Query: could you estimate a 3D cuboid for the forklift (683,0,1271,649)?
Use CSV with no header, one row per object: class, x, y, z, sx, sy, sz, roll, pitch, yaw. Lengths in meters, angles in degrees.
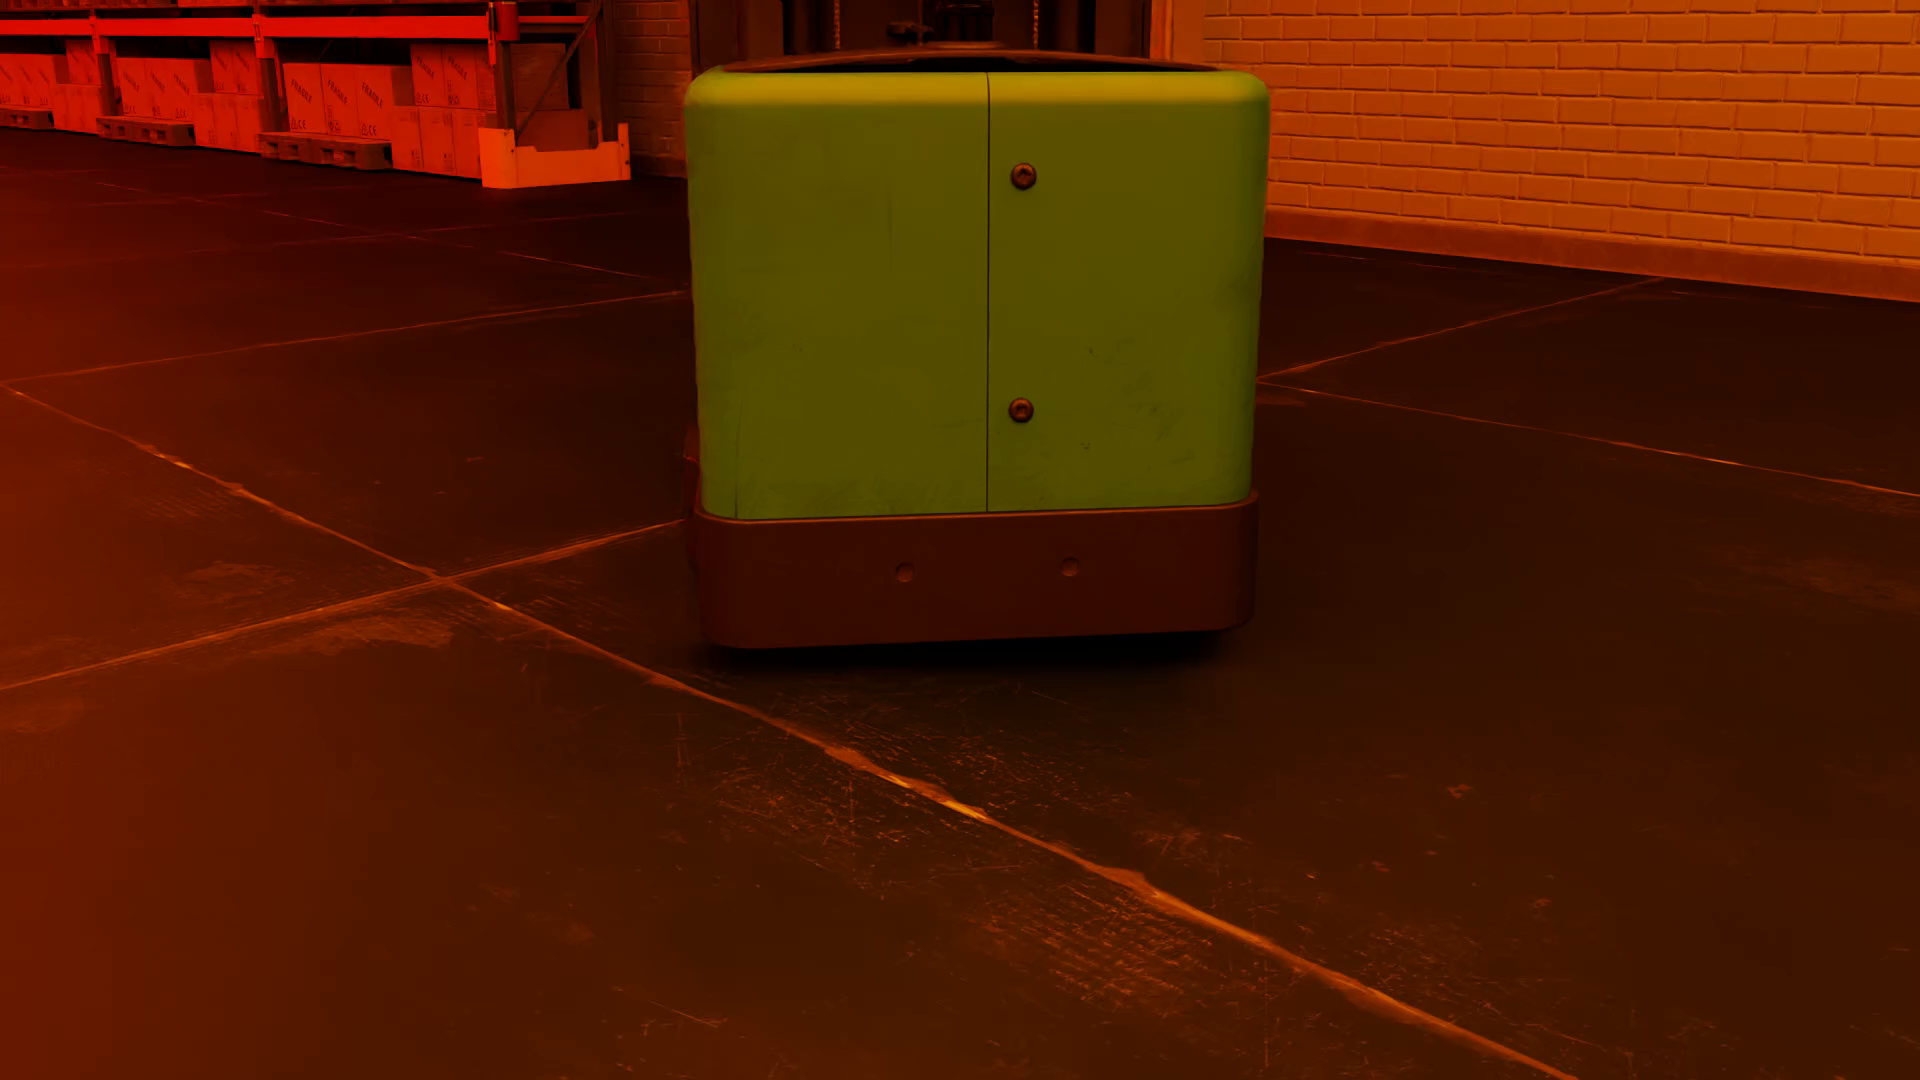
forklift,-0.120,-1.591,4.081,1.130,2.935,3.031,-2,17,-6
